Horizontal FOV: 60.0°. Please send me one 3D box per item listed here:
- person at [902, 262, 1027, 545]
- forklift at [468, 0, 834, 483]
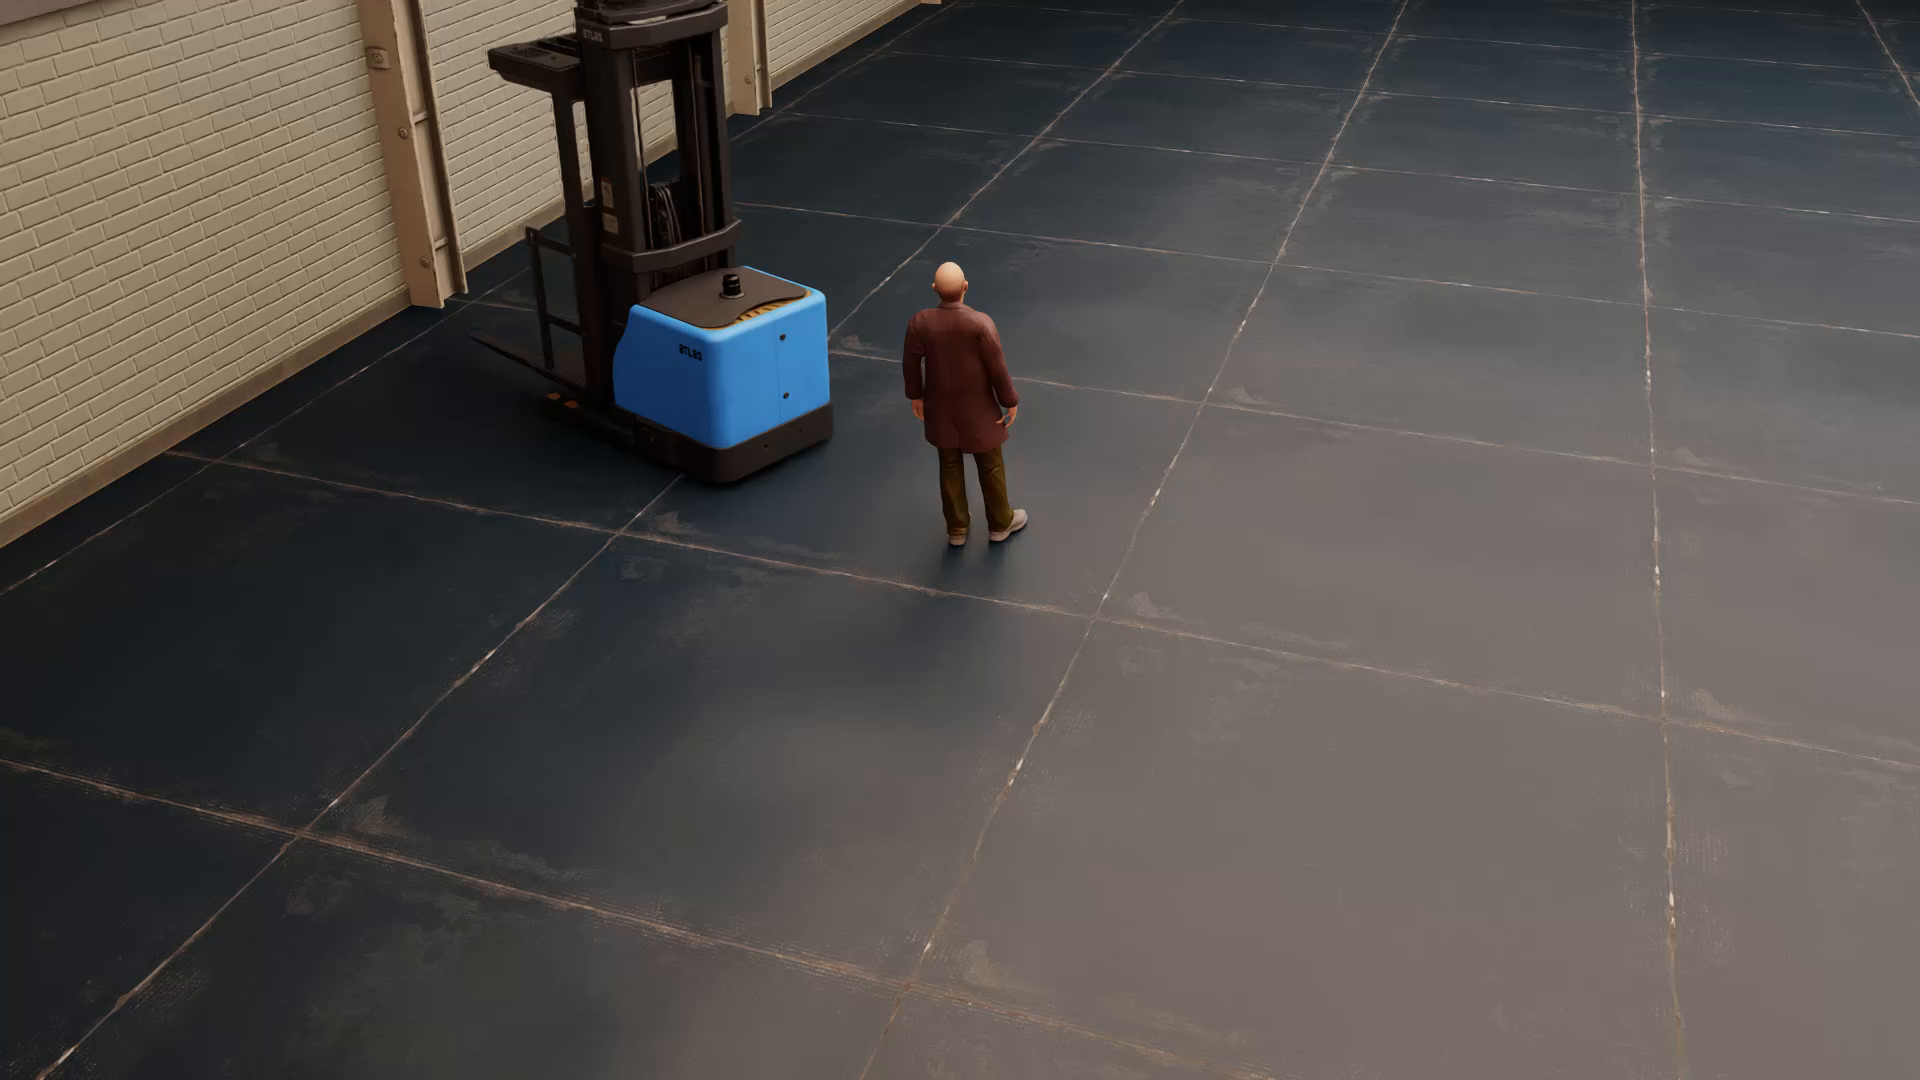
[{"bbox_3d":[0.033,-0.821,9.727,0.696,1.778,0.579,10,31,16],"label":"person"},{"bbox_3d":[-2.294,-2.242,11.070,3.031,2.935,1.130,23,37,35],"label":"forklift"}]
